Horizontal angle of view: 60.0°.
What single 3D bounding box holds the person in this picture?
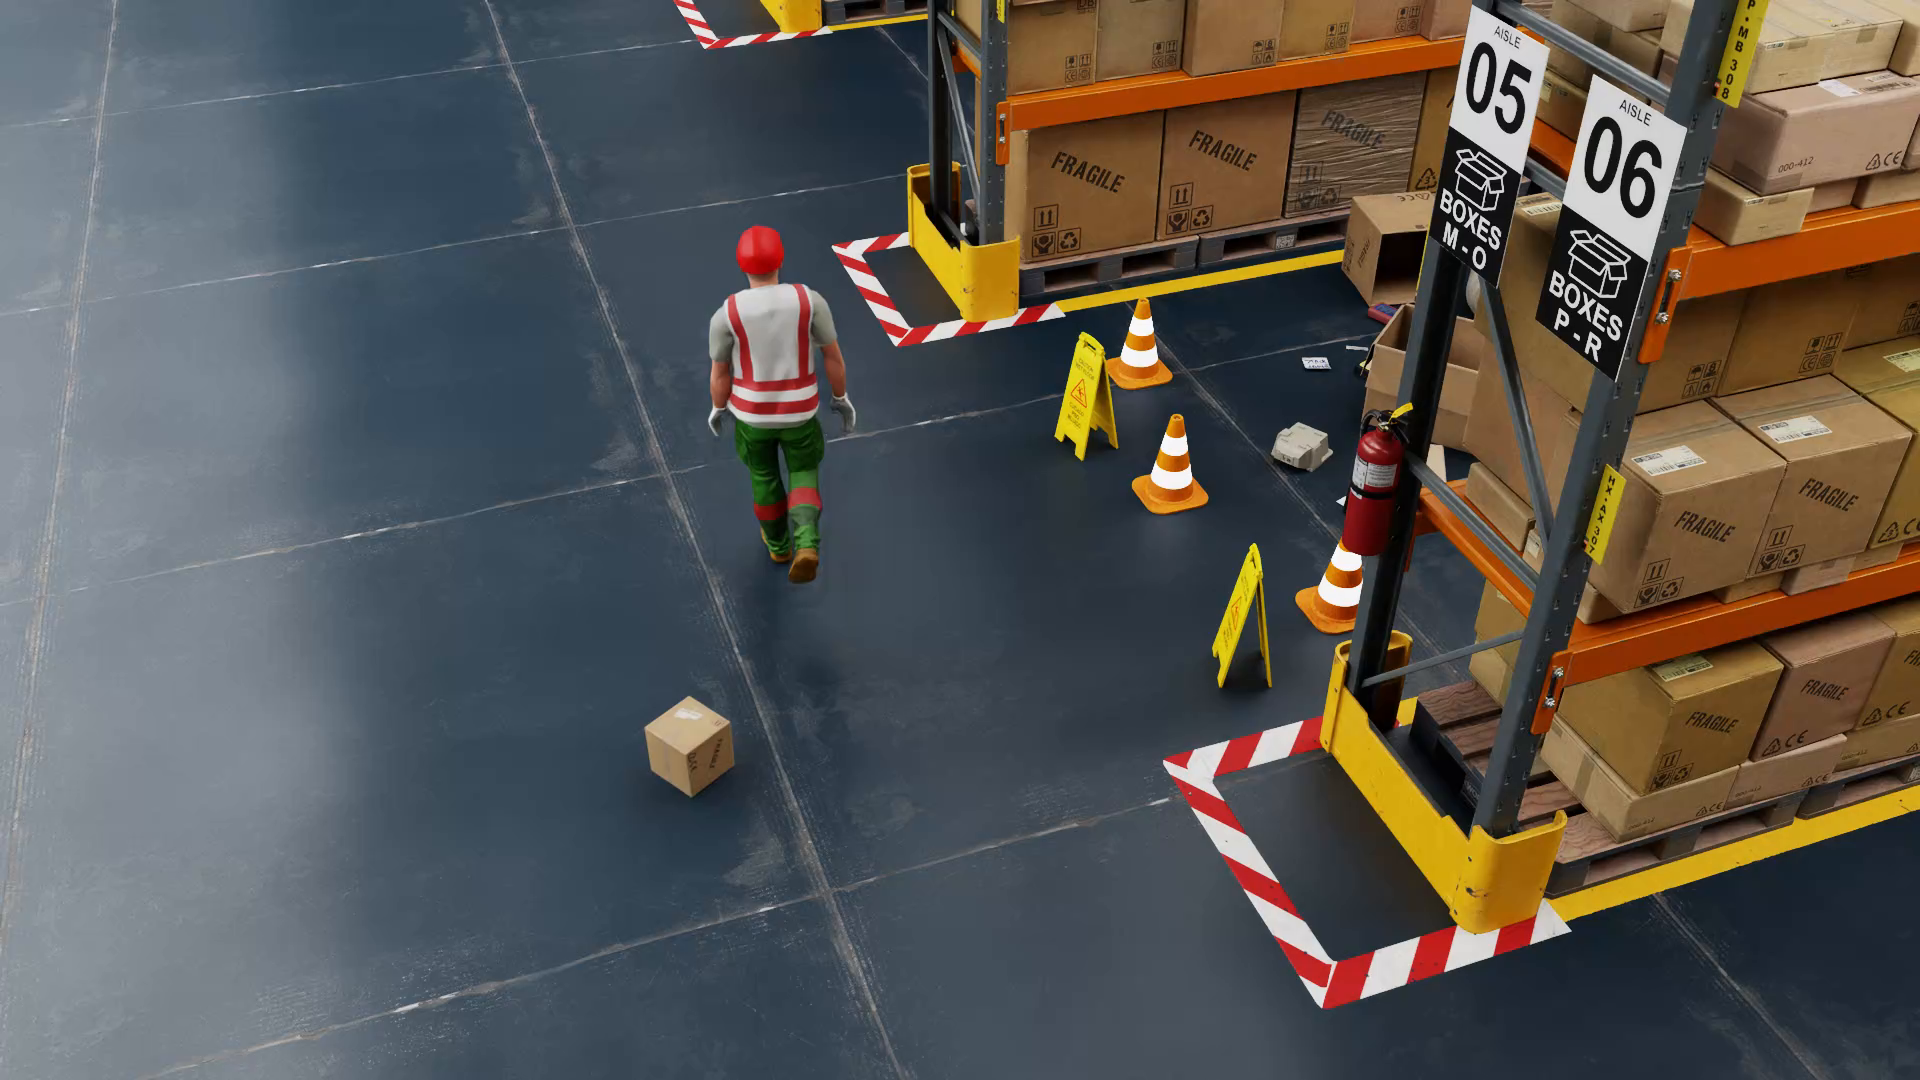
[{"bbox_3d":[-0.793,-0.560,7.492,0.659,1.769,0.705,-8,38,-10],"label":"person"}]
